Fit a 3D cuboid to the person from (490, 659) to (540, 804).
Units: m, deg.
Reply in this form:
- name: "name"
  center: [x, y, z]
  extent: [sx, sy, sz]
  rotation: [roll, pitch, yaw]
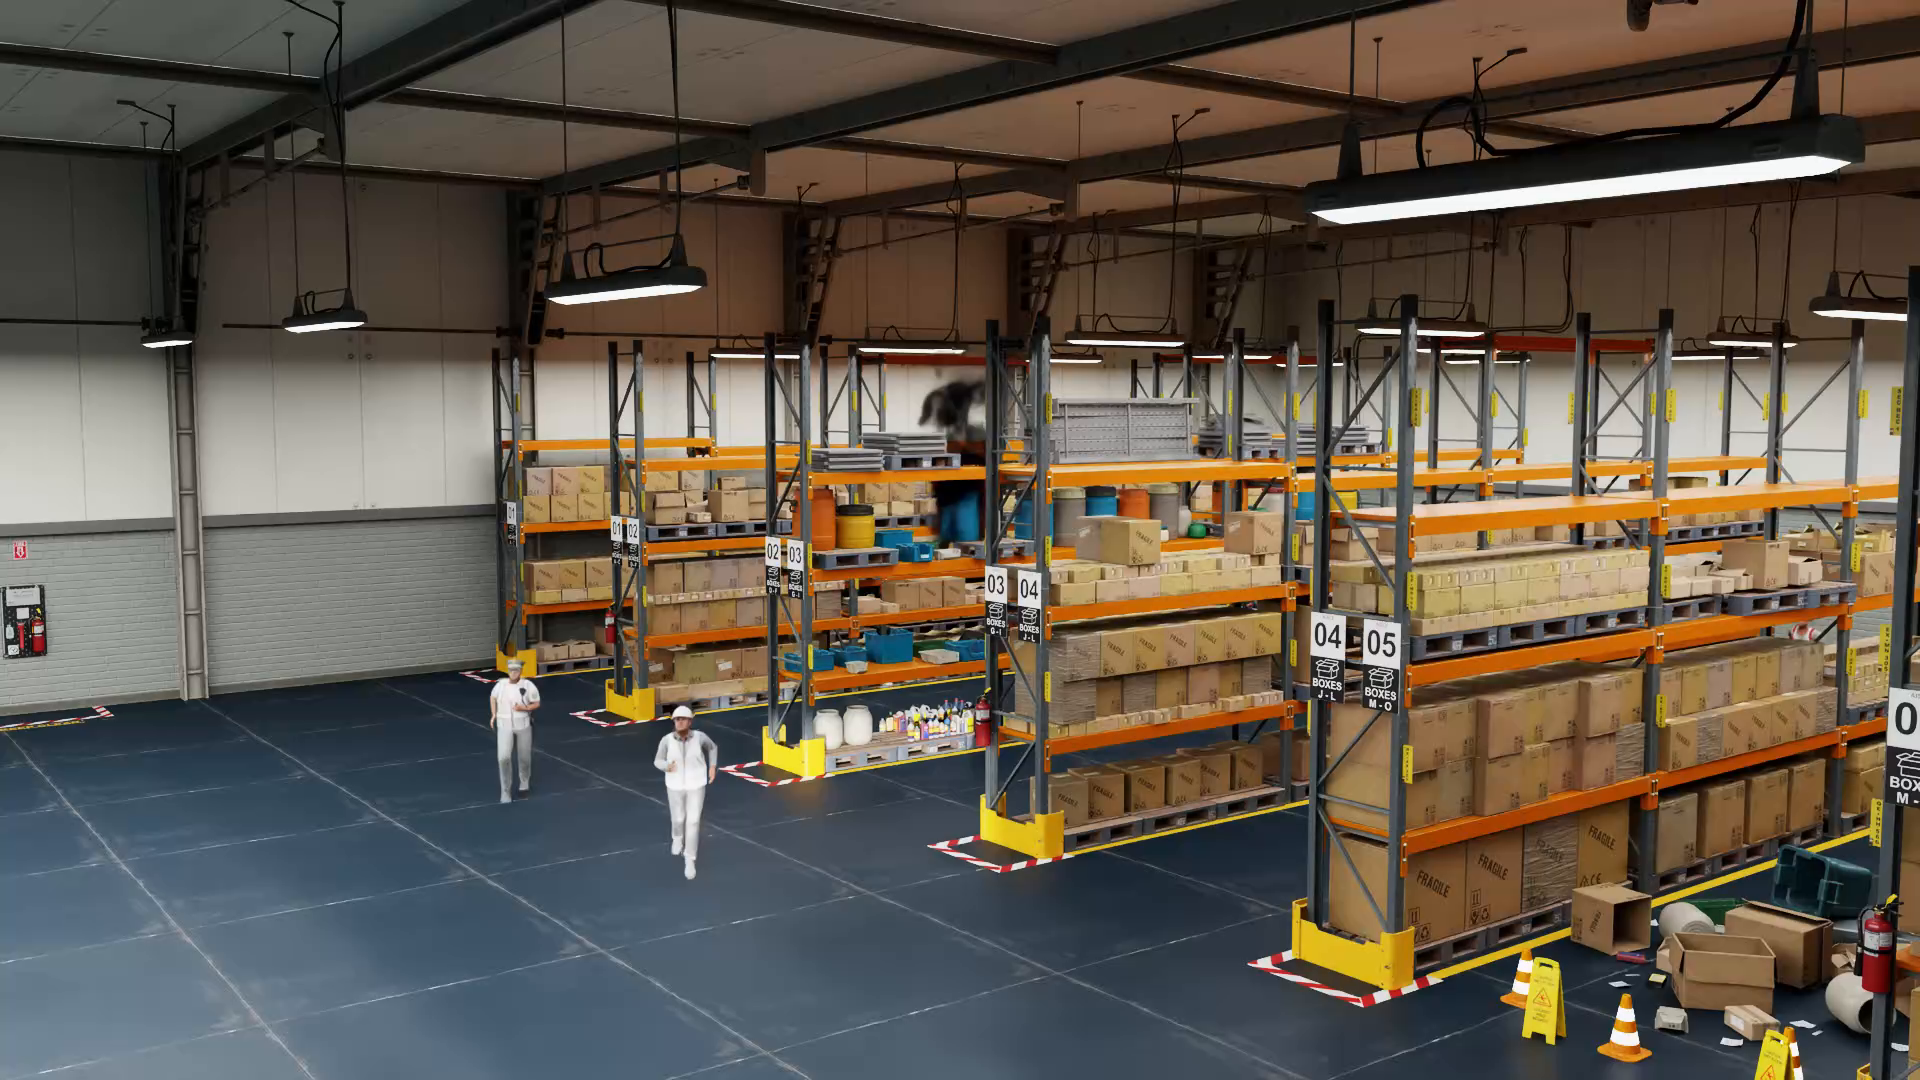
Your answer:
- name: "person"
  center: [-5.680, 2.428, 21.230]
  extent: [0.637, 1.853, 0.753]
  rotation: [-1, 5, -11]

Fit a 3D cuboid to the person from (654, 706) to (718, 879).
- name: "person"
  center: [-2.984, 2.688, 18.137]
  extent: [0.665, 1.806, 0.954]
  rotation: [0, 5, -3]

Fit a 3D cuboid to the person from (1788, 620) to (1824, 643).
- name: "person"
  center: [13.276, 2.000, 26.165]
  extent: [0.580, 1.813, 0.851]
  rotation: [4, 7, 41]
